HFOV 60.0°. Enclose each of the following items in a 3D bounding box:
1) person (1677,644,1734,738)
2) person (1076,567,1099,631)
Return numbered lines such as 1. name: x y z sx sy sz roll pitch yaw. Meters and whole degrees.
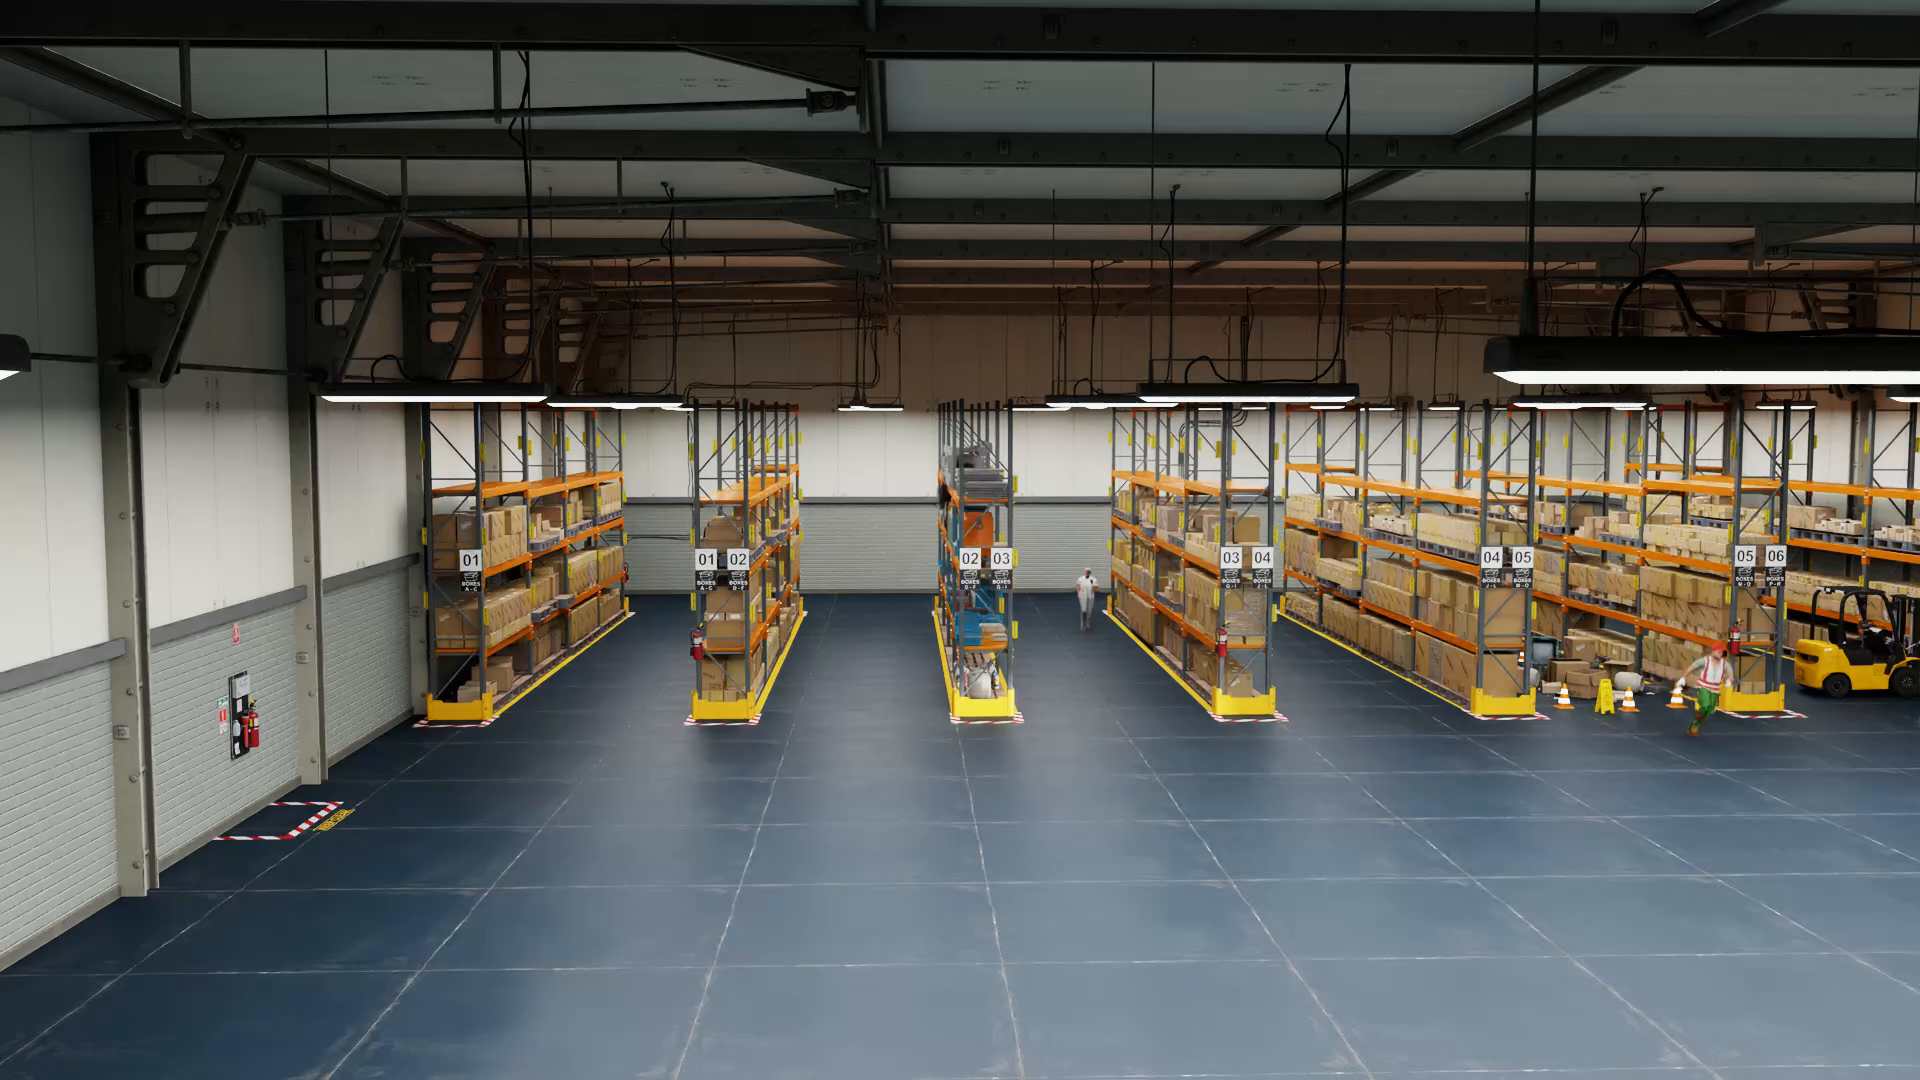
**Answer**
1. person: 13.217 2.662 29.331 0.846 1.689 0.715 0 4 -5
2. person: 3.375 1.577 43.967 0.586 1.715 0.731 0 4 -3
